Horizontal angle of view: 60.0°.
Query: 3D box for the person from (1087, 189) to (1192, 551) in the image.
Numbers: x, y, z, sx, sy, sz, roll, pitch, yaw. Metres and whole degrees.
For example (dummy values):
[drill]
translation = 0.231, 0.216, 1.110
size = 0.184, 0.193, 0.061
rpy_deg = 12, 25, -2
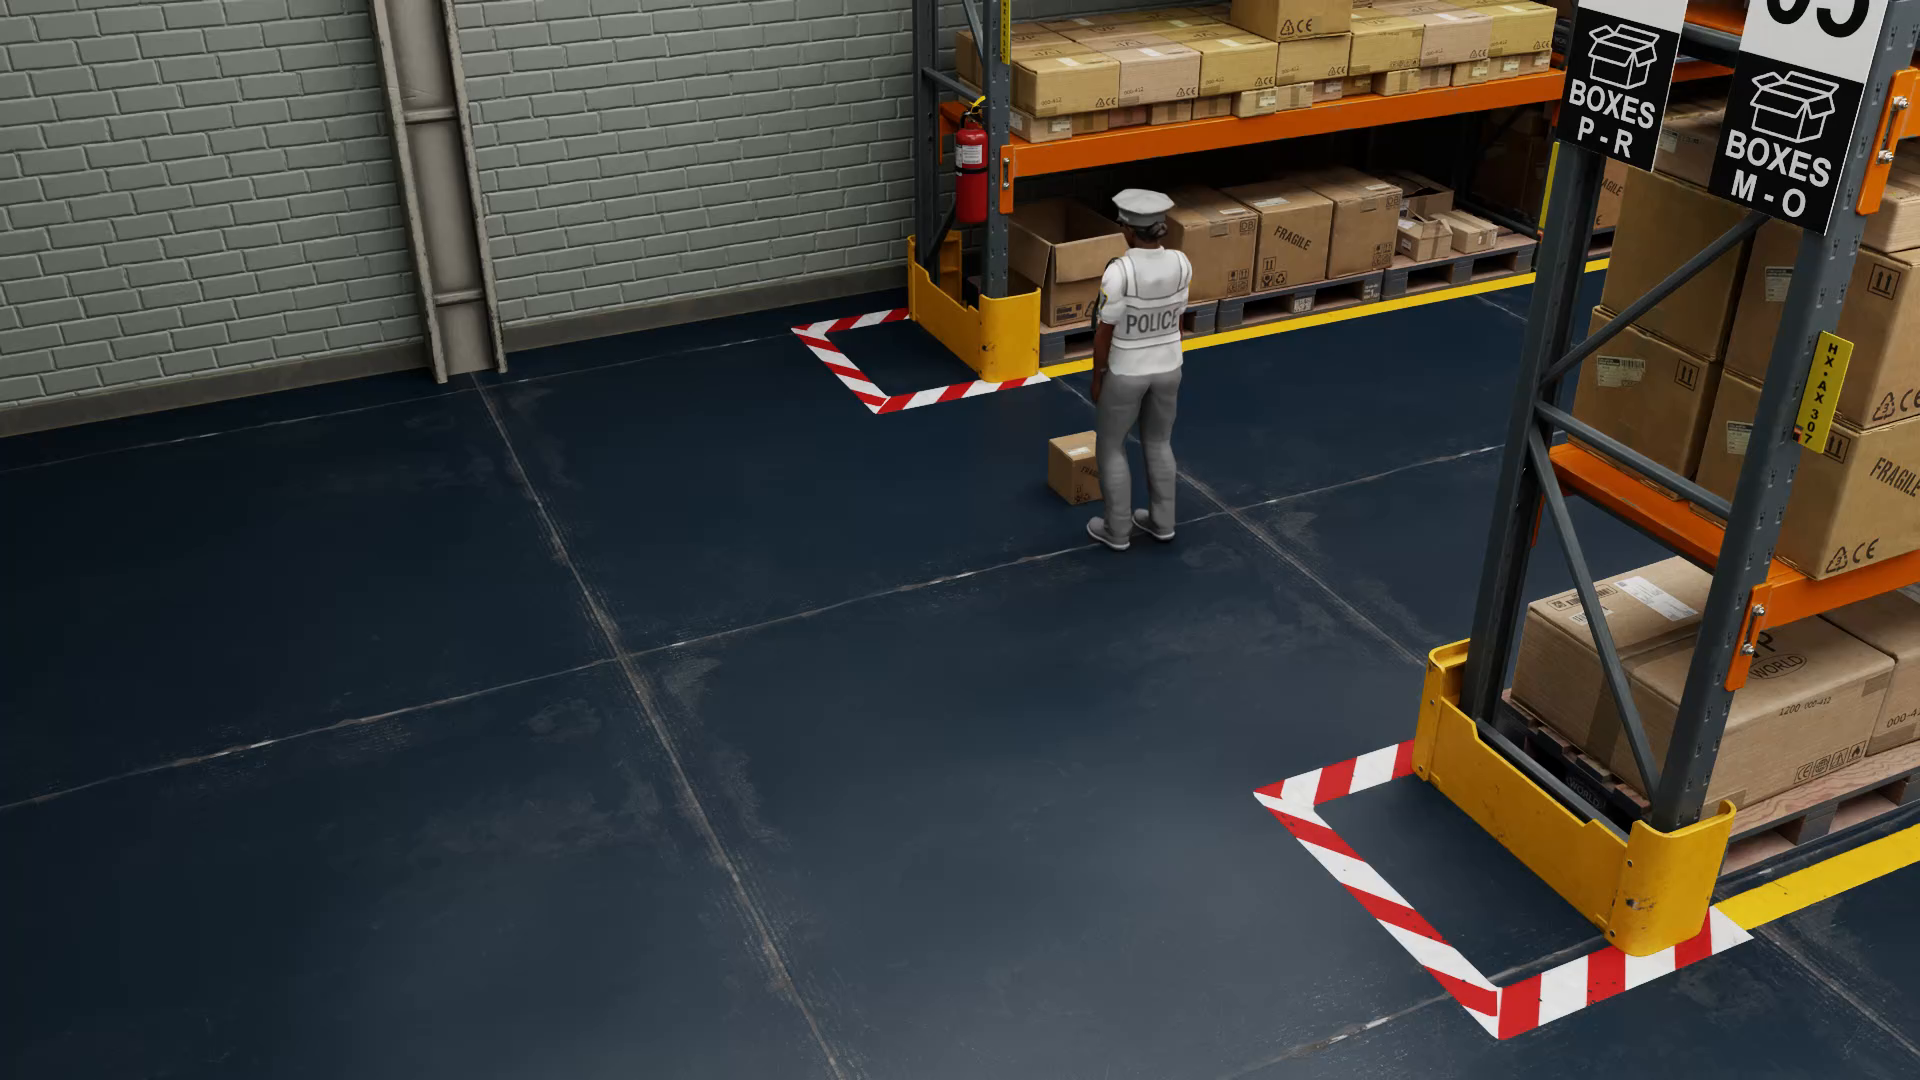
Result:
[person]
translation = 0.784, -0.739, 7.443
size = 0.438, 1.661, 0.340
rpy_deg = -13, 32, -21
